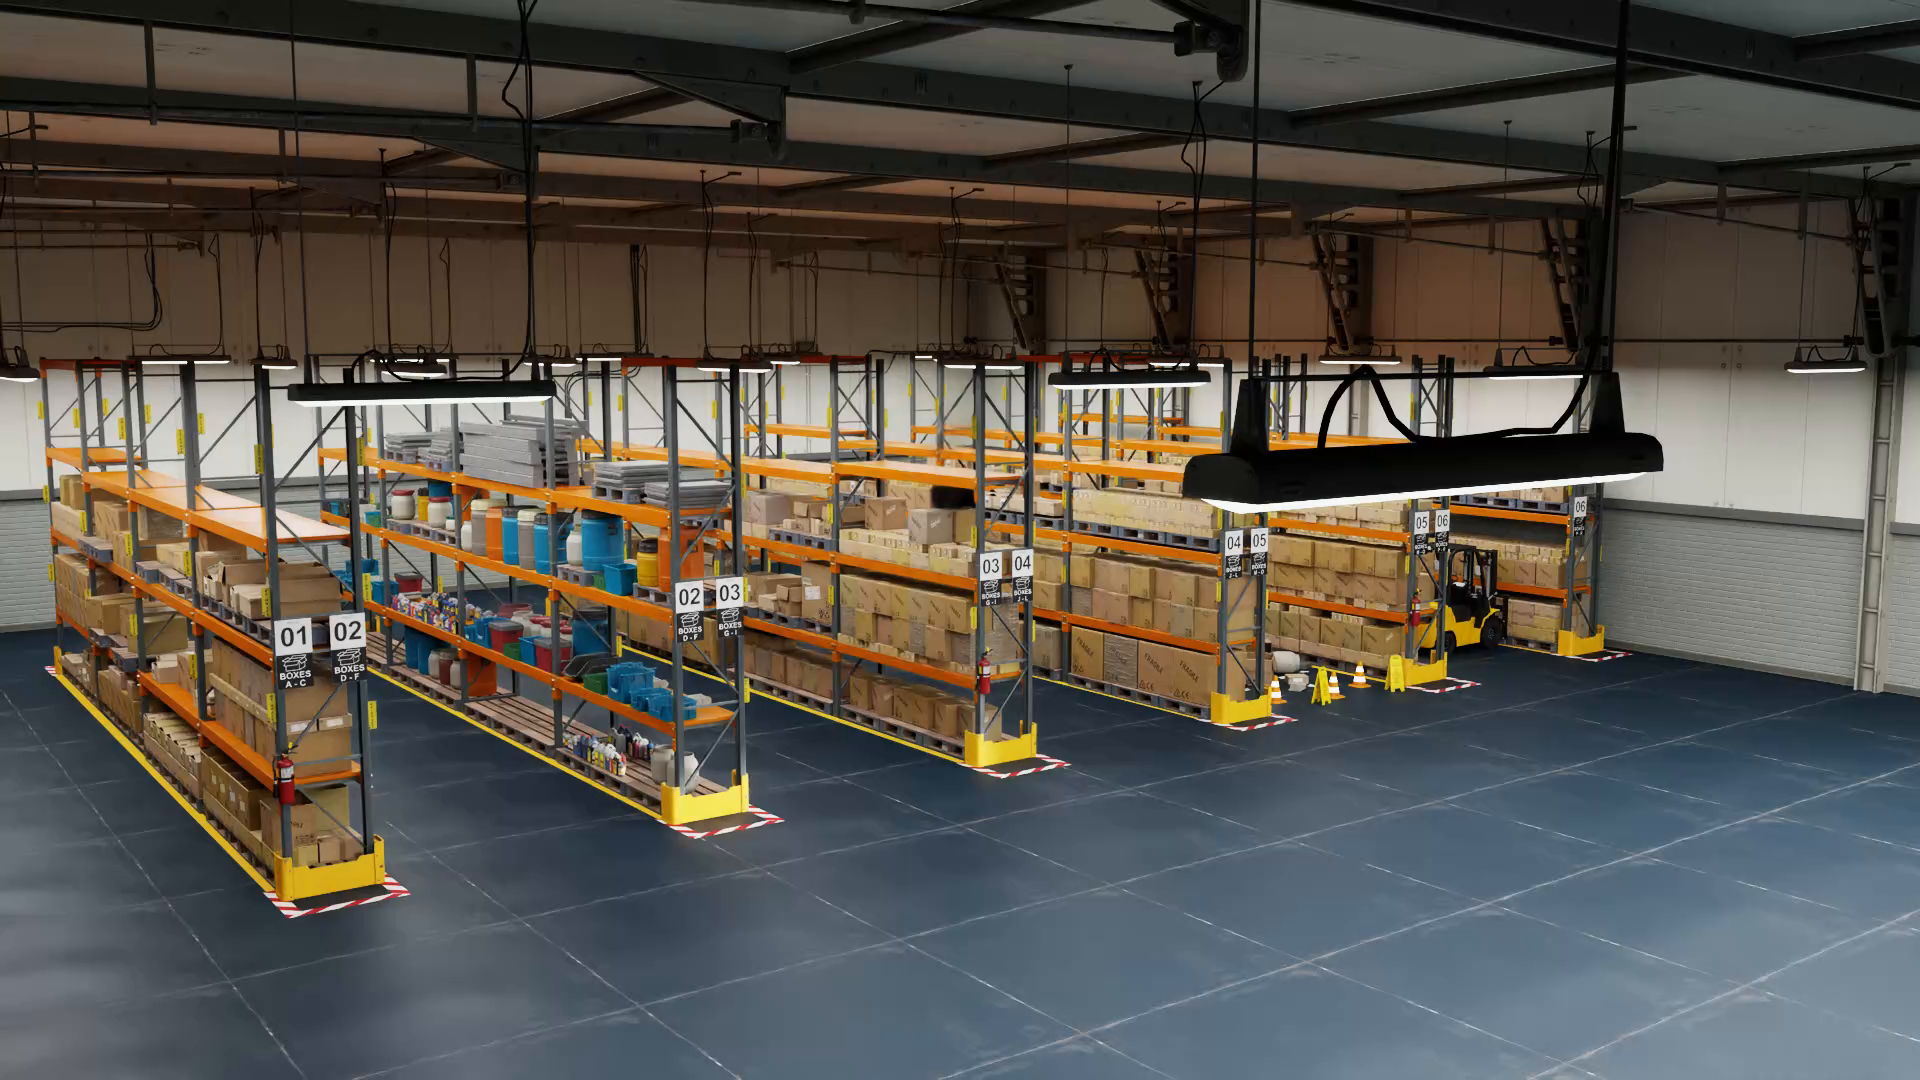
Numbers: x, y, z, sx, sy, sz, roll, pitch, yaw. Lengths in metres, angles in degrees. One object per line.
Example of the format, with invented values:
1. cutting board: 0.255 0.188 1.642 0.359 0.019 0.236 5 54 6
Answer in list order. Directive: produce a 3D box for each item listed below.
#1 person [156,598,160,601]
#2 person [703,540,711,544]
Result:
1. person: -16.089 1.563 33.419 0.779 1.537 0.683 0 7 1
2. person: -6.090 0.798 39.407 0.614 1.622 0.489 -1 7 -6
